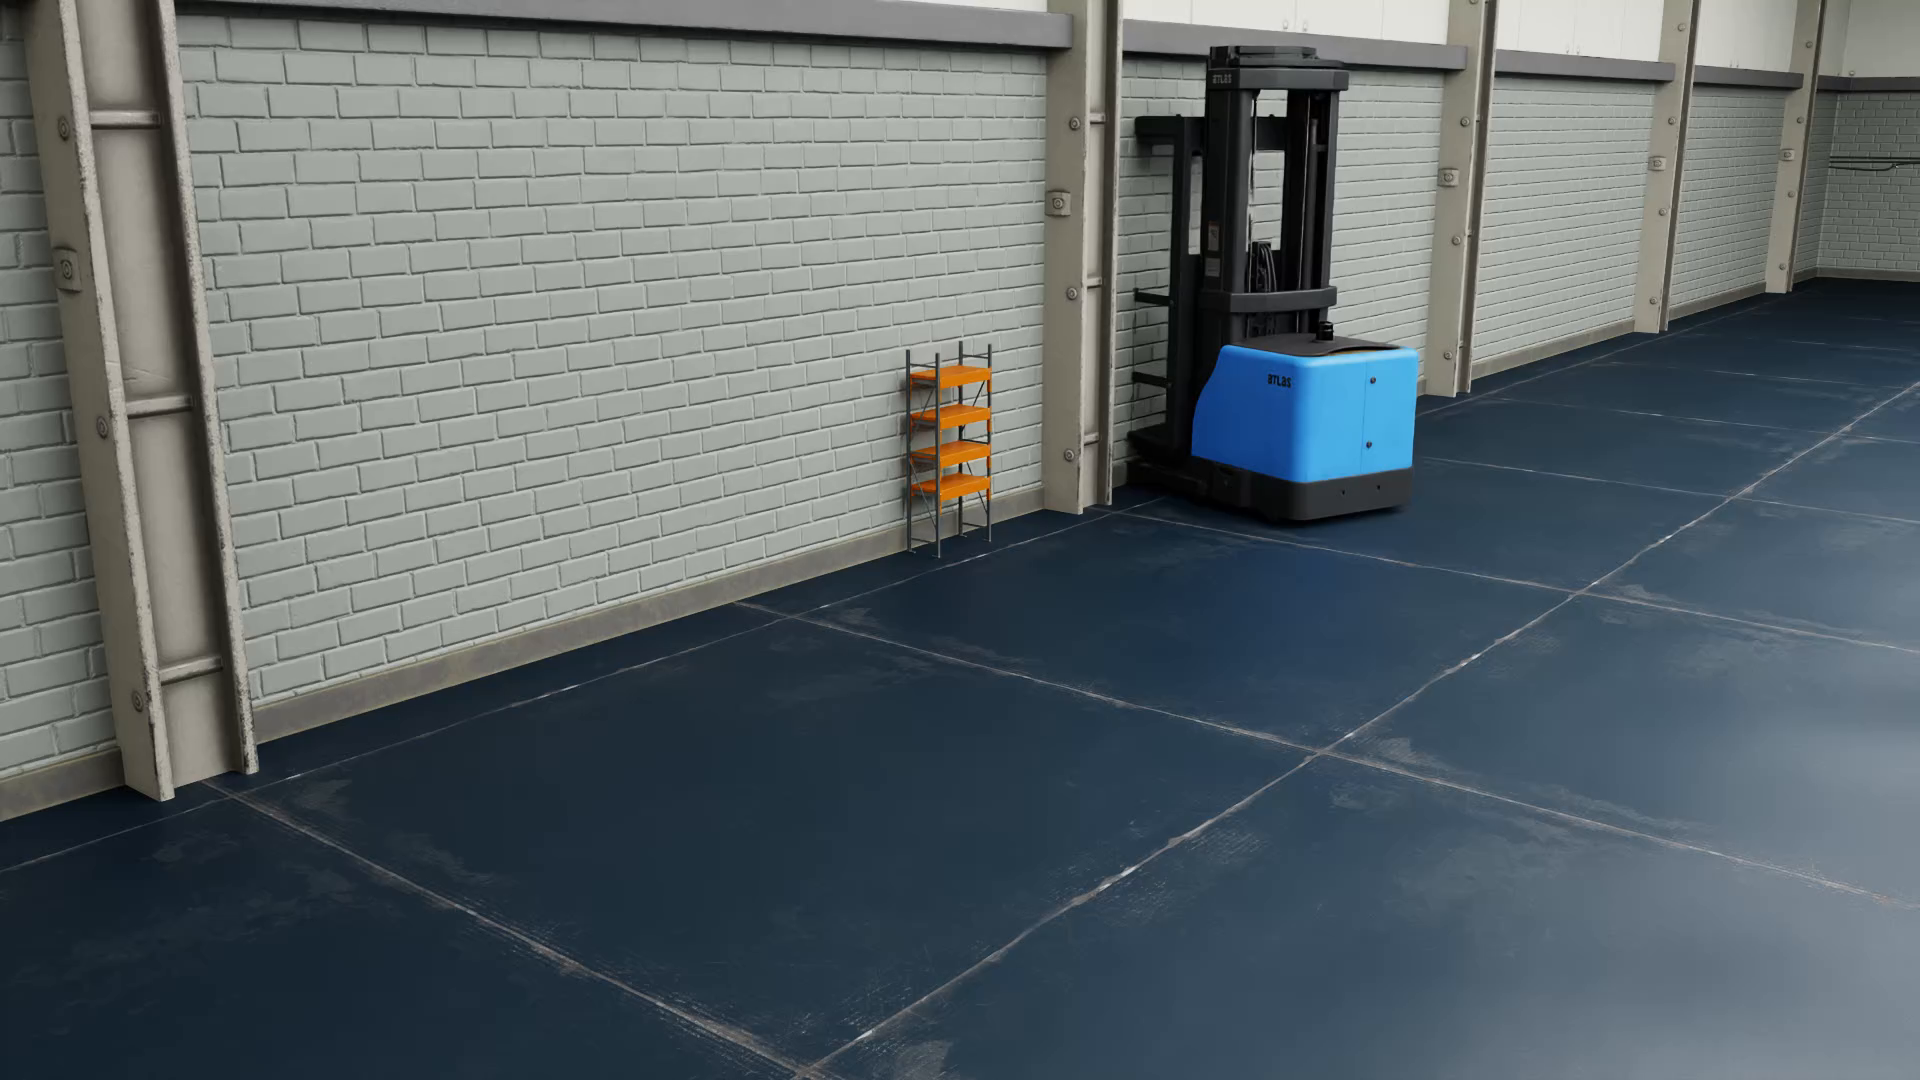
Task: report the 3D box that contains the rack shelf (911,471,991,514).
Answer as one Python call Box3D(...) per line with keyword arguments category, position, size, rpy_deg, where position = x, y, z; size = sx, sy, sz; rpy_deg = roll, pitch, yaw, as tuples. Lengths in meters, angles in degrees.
Box3D(category="rack shelf", position=(-0.062, -0.285, 9.885), size=(0.258, 0.148, 0.480), rpy_deg=(11, 18, 37))

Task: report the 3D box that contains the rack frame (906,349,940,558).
Box3D(category="rack frame", position=(-0.214, -0.495, 9.634), size=(0.240, 1.200, 0.015), rpy_deg=(11, 18, 37))

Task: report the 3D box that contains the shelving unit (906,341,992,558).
Box3D(category="shelving unit", position=(-0.062, -0.542, 9.819), size=(0.258, 1.200, 0.503), rpy_deg=(11, 18, 37))

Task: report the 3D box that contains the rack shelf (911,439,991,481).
Box3D(category="rack shelf", position=(-0.062, -0.477, 9.836), size=(0.258, 0.148, 0.480), rpy_deg=(11, 18, 37))

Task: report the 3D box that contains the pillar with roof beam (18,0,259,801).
Box3D(category="pillar with roof beam", position=(0.348, -2.773, 2.761), size=(9.100, 9.000, 0.400), rpy_deg=(11, 18, 38))

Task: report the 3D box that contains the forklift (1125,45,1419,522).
Box3D(category="forklift", position=(1.745, -1.847, 11.441), size=(1.130, 2.935, 3.031), rpy_deg=(-8, 17, -30))

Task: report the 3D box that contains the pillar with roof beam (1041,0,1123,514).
Box3D(category="pillar with roof beam", position=(4.119, -3.922, 7.284), size=(9.100, 9.000, 0.400), rpy_deg=(11, 18, 38))

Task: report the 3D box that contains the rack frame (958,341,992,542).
Box3D(category="rack frame", position=(0.089, -0.589, 10.004), size=(0.240, 1.200, 0.015), rpy_deg=(11, 18, 37))

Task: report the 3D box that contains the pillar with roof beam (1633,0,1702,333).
Box3D(category="pillar with roof beam", position=(11.661, -6.220, 16.331), size=(9.100, 9.000, 0.400), rpy_deg=(11, 18, 38))

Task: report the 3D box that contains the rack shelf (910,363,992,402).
Box3D(category="rack shelf", position=(-0.062, -0.923, 9.722), size=(0.258, 0.148, 0.480), rpy_deg=(11, 18, 37))

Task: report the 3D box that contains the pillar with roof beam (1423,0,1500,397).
Box3D(category="pillar with roof beam", position=(7.890, -5.071, 11.807), size=(9.100, 9.000, 0.400), rpy_deg=(11, 18, 38))

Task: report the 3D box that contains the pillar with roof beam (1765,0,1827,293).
Box3D(category="pillar with roof beam", position=(15.432, -7.369, 20.854), size=(9.100, 9.000, 0.400), rpy_deg=(11, 18, 38))

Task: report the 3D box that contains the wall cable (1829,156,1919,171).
Box3D(category="wall cable", position=(14.964, -6.890, 25.274), size=(3.097, 2.526, 0.112), rpy_deg=(11, 18, 38))

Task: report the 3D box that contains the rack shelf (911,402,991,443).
Box3D(category="rack shelf", position=(-0.062, -0.694, 9.781), size=(0.258, 0.148, 0.480), rpy_deg=(11, 18, 37))
